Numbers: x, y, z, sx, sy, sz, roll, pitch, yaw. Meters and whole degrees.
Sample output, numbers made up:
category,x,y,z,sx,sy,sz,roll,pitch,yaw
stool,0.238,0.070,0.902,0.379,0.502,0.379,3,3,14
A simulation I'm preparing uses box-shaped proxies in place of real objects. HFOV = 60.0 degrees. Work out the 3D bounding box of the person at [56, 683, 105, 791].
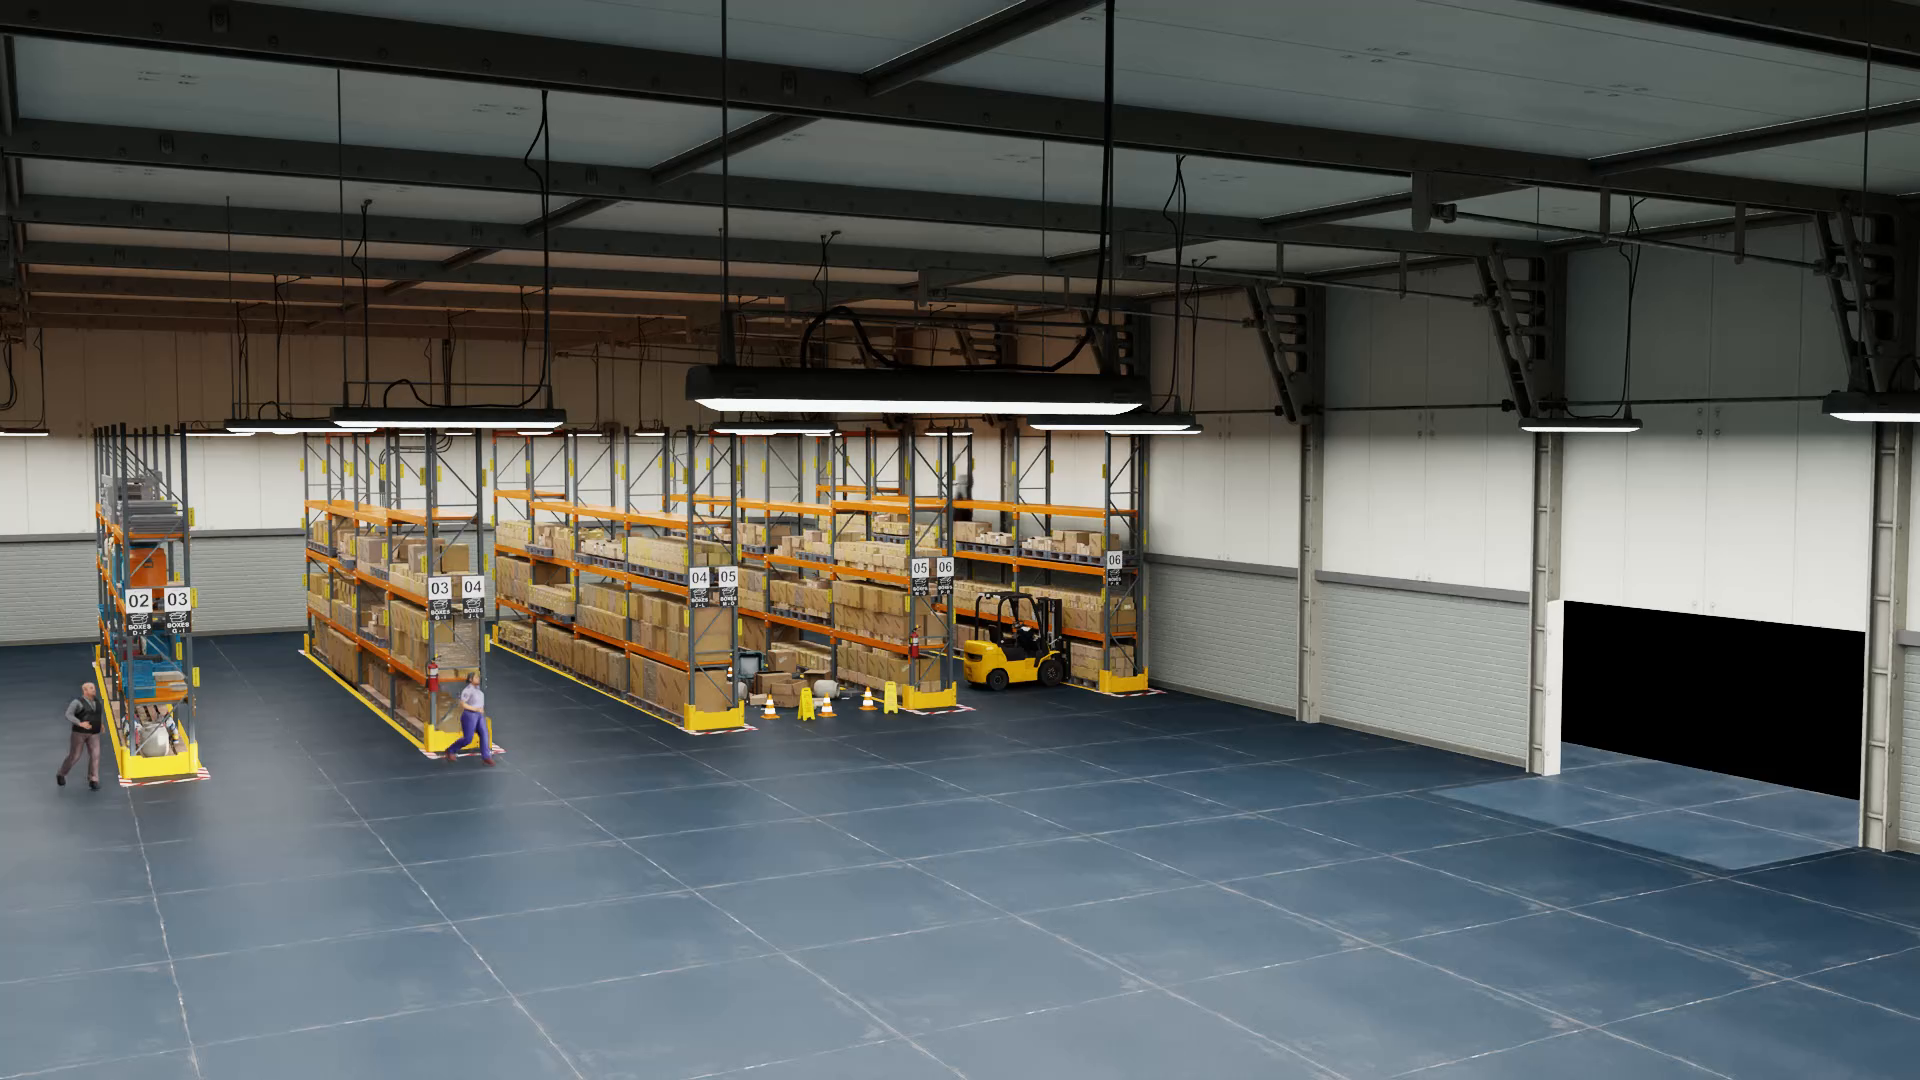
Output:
category,x,y,z,sx,sy,sz,roll,pitch,yaw
person,-14.340,3.207,27.339,0.925,1.715,0.727,2,4,31

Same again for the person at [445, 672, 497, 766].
category,x,y,z,sx,sy,sz,roll,pitch,yaw
person,-8.549,3.141,29.188,0.950,1.630,0.641,1,4,11
